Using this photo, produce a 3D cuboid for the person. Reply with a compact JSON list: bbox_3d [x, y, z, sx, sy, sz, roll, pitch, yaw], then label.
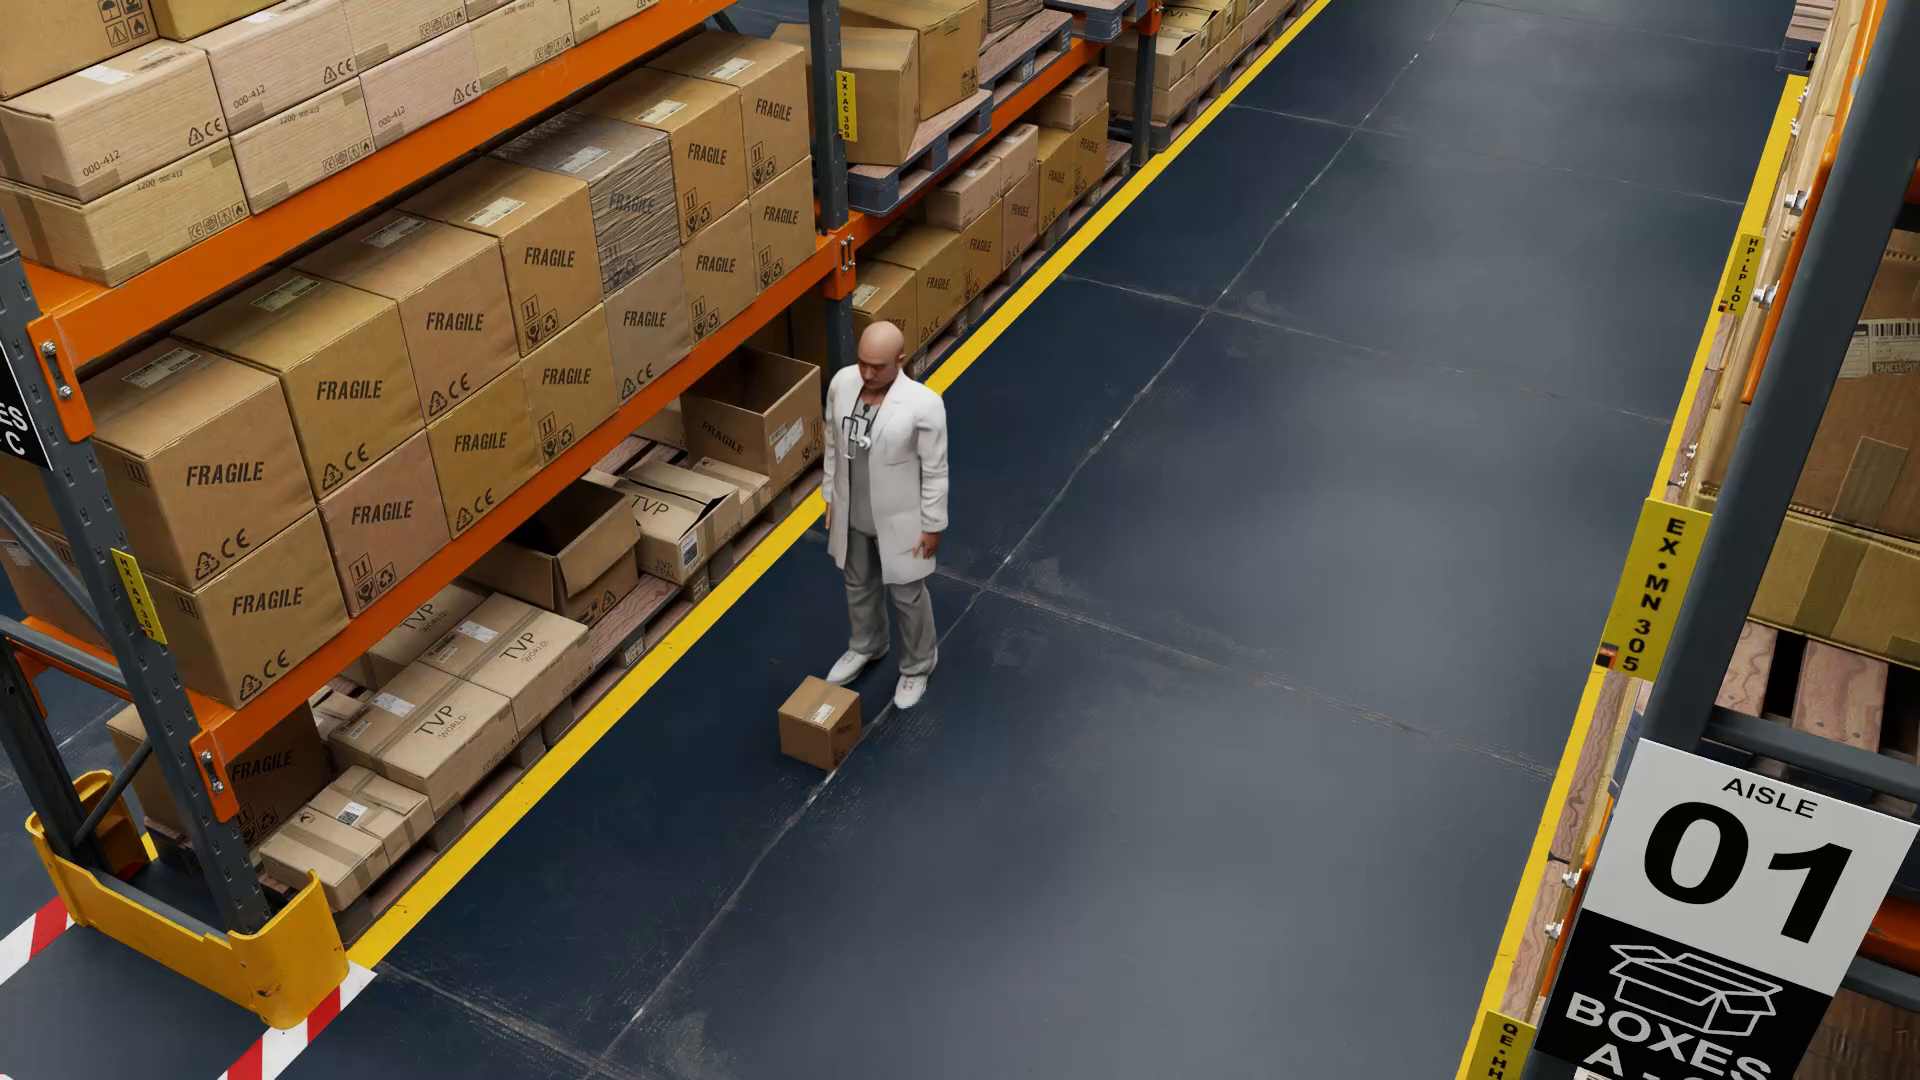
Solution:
[{"bbox_3d":[-0.326,-0.085,6.904,0.588,1.825,0.404,20,42,24],"label":"person"}]
